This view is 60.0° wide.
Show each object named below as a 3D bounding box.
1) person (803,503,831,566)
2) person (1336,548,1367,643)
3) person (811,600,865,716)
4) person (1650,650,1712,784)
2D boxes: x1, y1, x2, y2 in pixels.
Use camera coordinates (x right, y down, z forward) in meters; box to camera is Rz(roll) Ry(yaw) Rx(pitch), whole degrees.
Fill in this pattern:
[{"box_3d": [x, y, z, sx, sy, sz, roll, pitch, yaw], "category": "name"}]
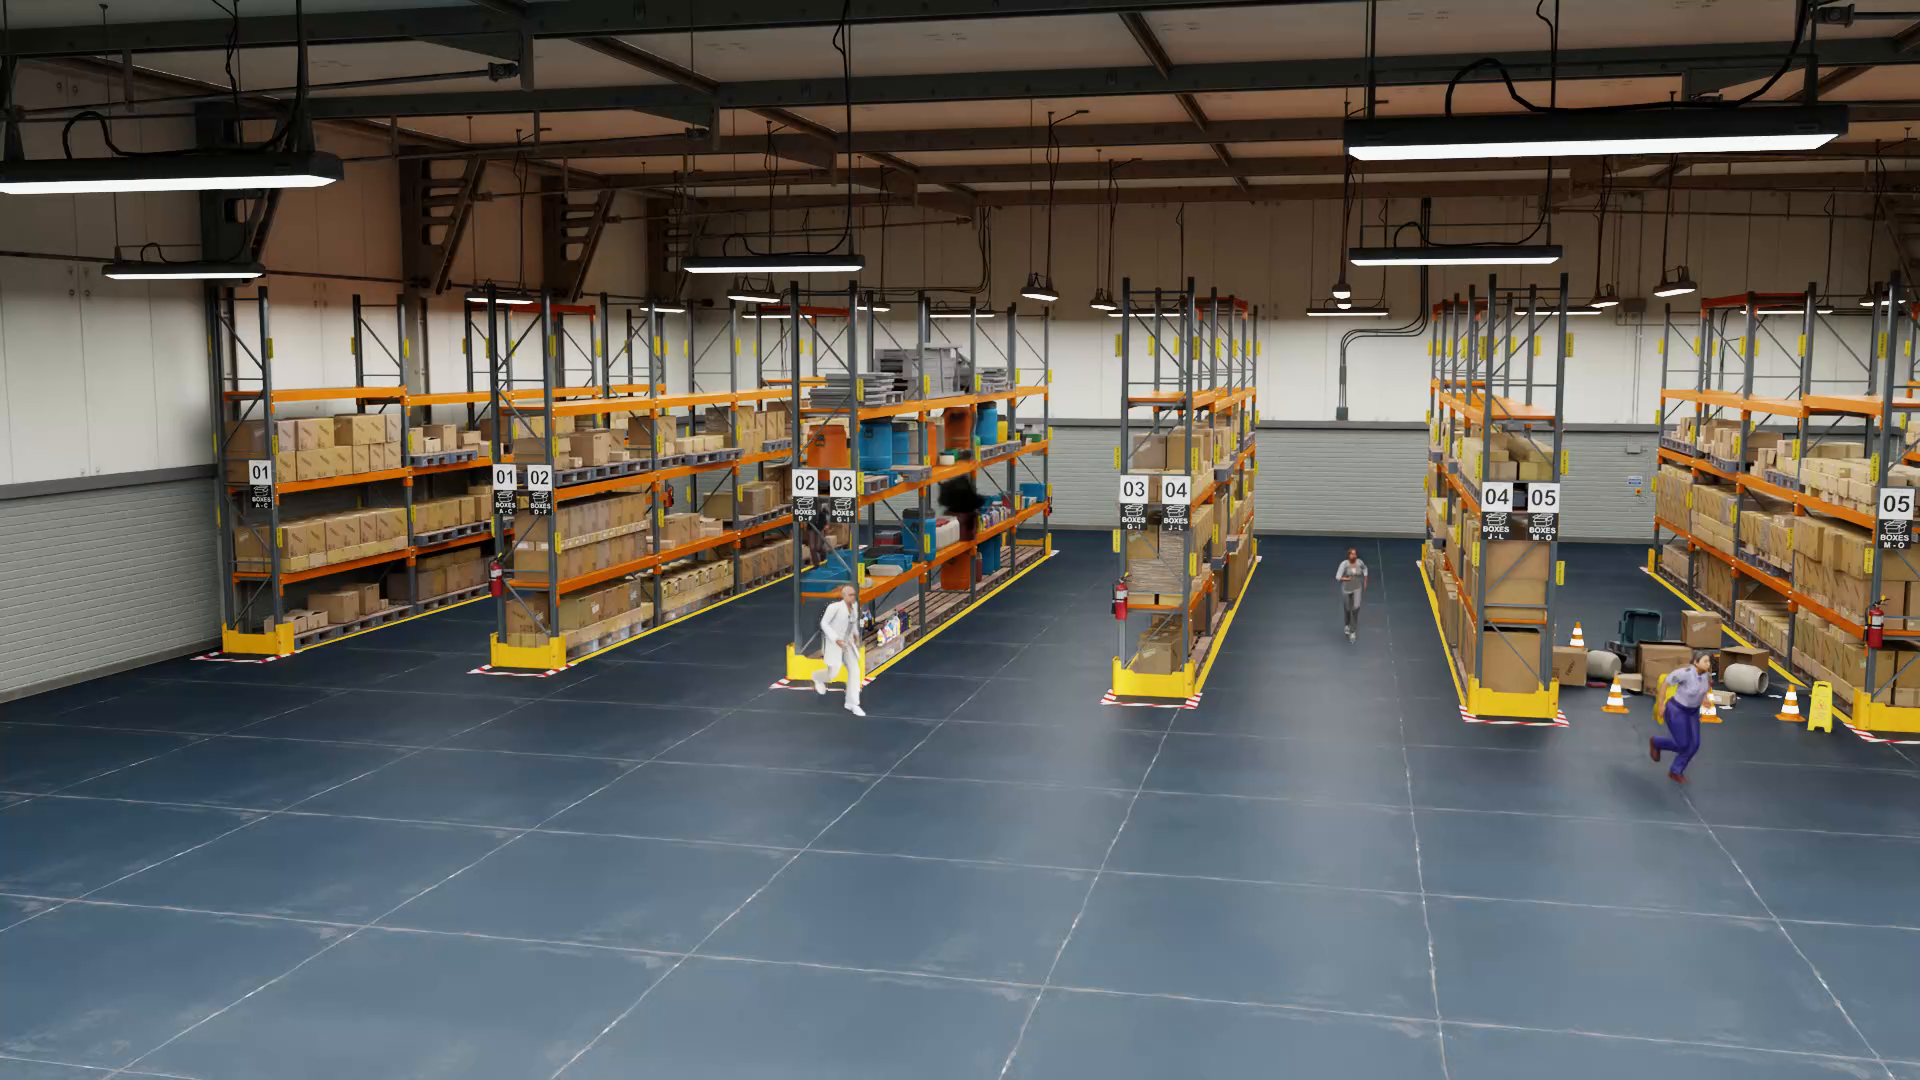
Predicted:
[{"box_3d": [-3.065, -0.224, 35.510, 0.674, 1.624, 0.607, 2, 7, 17], "category": "person"}, {"box_3d": [6.755, 0.923, 28.716, 0.561, 1.626, 0.792, 0, 7, 4], "category": "person"}, {"box_3d": [-1.689, 1.610, 23.118, 0.714, 1.563, 1.128, -6, 9, -41], "category": "person"}, {"box_3d": [8.382, 2.038, 19.333, 0.599, 1.574, 0.703, -4, 8, -30], "category": "person"}]
